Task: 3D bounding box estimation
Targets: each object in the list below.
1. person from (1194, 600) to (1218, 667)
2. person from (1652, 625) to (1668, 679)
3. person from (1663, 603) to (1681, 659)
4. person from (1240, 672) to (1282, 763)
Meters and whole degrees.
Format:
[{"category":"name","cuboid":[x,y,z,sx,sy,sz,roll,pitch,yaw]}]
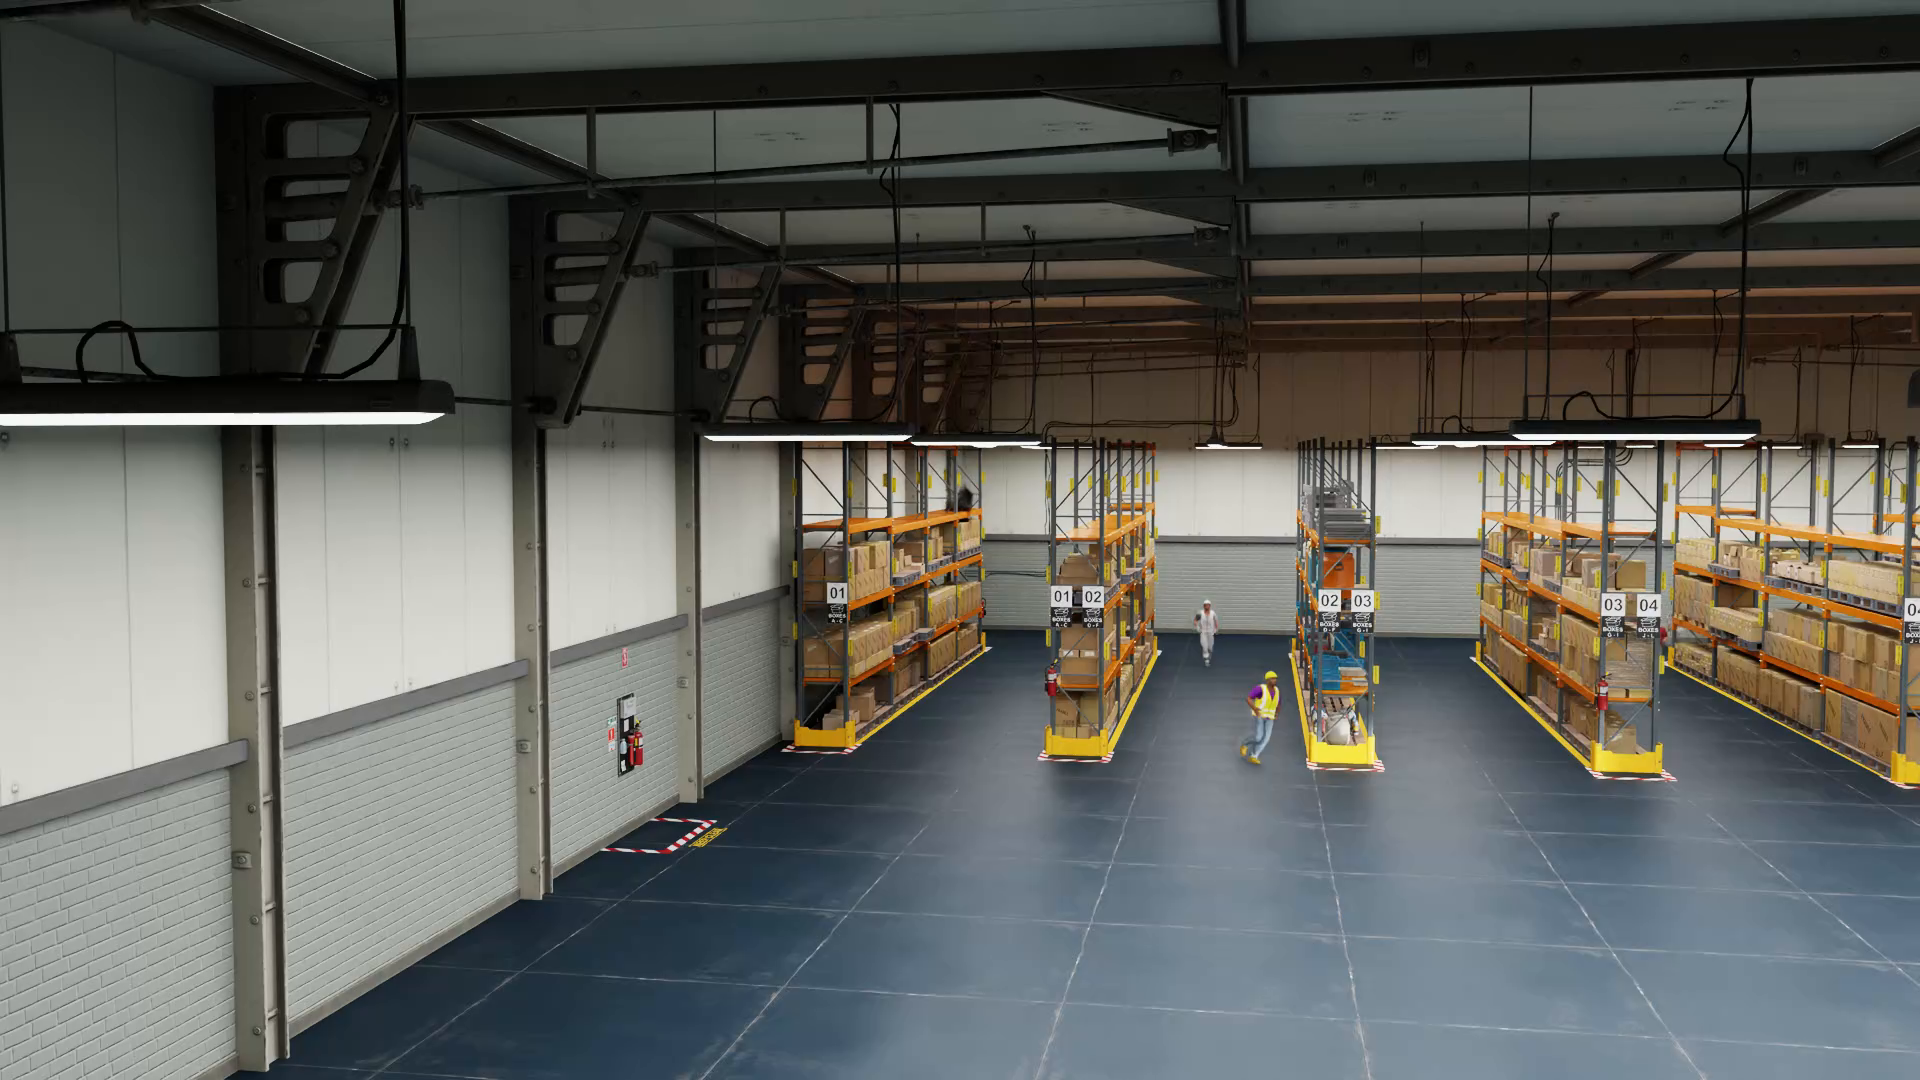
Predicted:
[{"category":"person","cuboid":[6.592,2.497,44.592,0.652,1.768,0.735,0,3,1]},{"category":"person","cuboid":[17.120,2.708,40.997,0.650,1.684,0.605,1,3,13]},{"category":"person","cuboid":[19.614,2.497,45.852,0.482,1.599,0.663,1,3,17]},{"category":"person","cuboid":[5.612,3.258,30.784,0.738,1.678,0.608,-1,3,-20]}]
